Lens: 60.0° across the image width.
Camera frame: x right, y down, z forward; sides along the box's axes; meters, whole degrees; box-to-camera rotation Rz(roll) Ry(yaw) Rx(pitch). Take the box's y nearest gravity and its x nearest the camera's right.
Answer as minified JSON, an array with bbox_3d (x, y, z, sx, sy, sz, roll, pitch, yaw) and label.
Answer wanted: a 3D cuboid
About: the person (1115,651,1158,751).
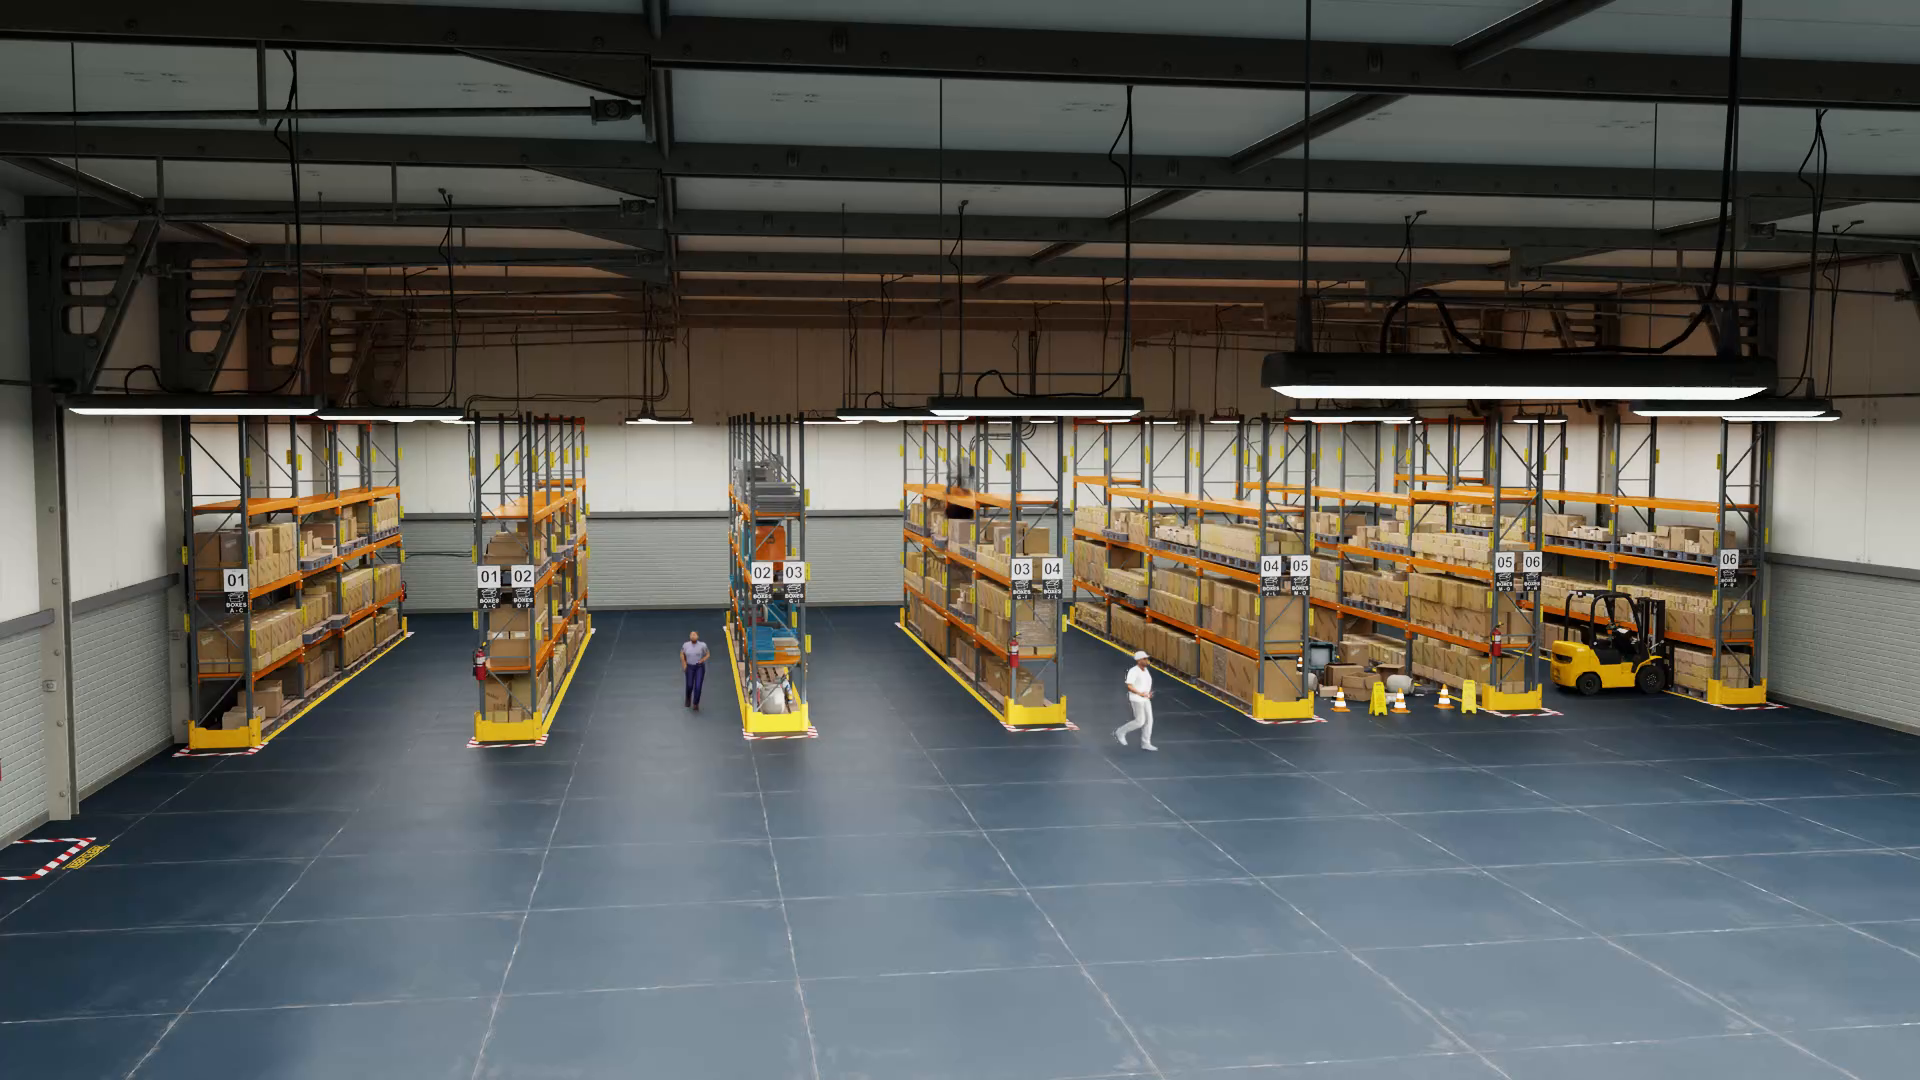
[{"bbox_3d":[3.166,2.842,29.547,0.782,1.760,0.726,2,5,33],"label":"person"}]

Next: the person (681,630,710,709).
[{"bbox_3d":[-5.351,2.630,33.599,0.588,1.612,0.574,0,4,-6],"label":"person"}]

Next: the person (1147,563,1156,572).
[{"bbox_3d":[5.725,1.505,50.050,0.565,1.636,0.553,-1,4,-12],"label":"person"}]
